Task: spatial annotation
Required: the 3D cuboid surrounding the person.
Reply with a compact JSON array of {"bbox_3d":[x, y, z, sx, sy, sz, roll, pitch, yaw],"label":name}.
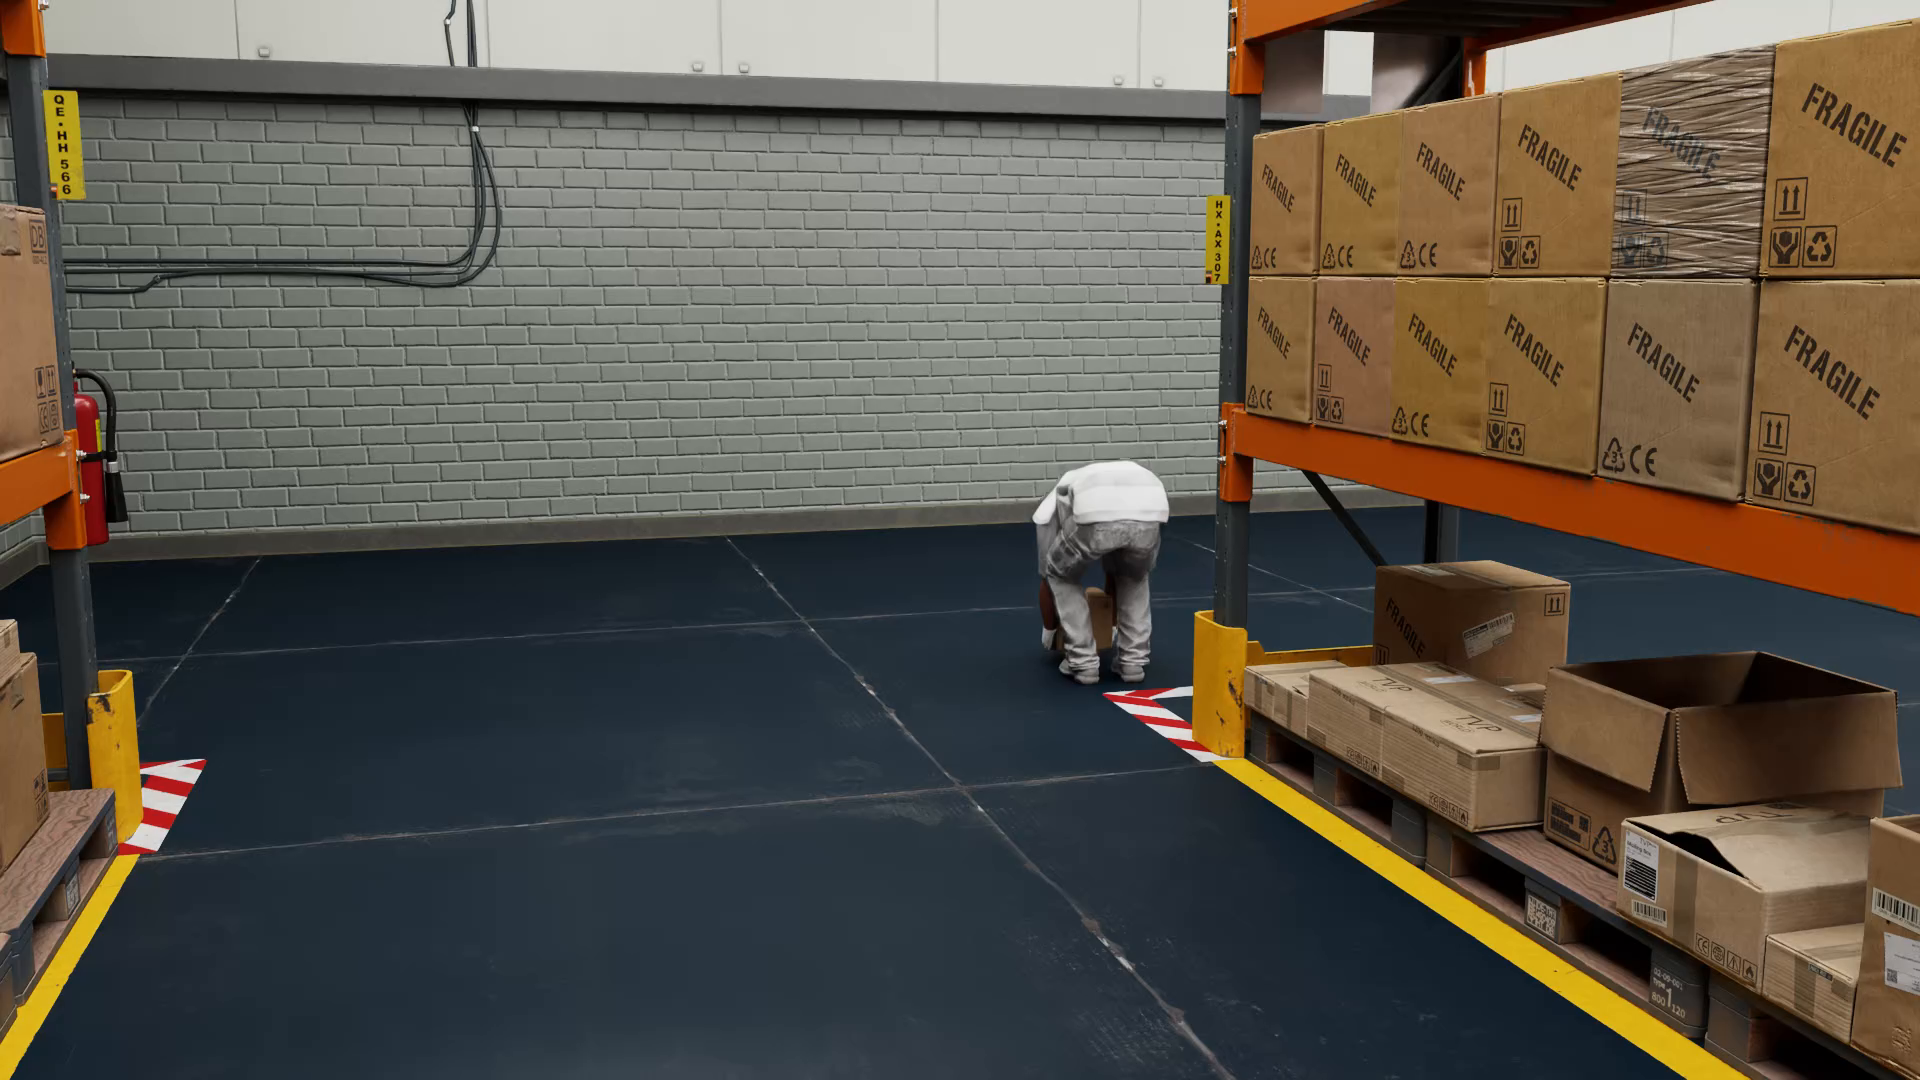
[{"bbox_3d":[0.609,0.113,7.593,0.523,0.989,0.980,-2,9,-14],"label":"person"}]
